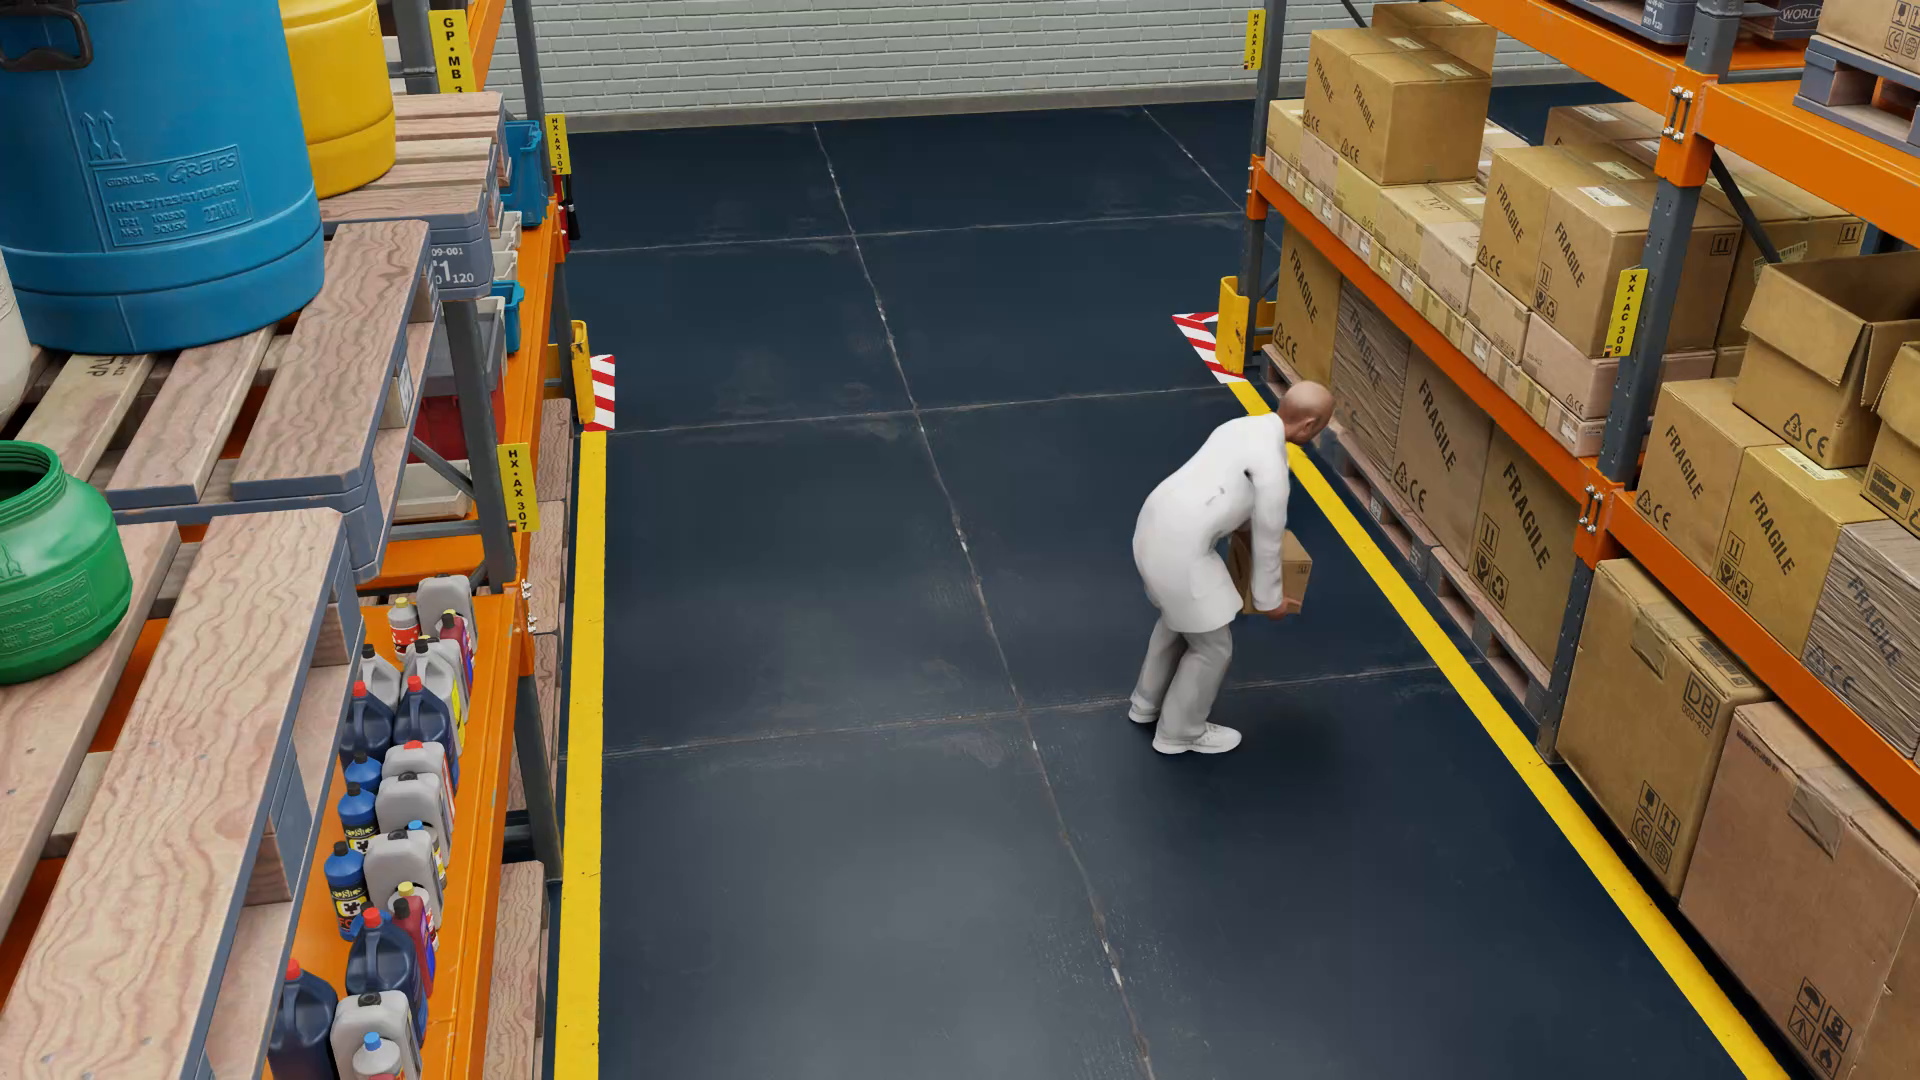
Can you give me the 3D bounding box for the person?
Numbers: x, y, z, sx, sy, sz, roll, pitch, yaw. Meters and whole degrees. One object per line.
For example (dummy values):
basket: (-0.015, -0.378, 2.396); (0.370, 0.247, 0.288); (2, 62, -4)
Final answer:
person: (1.065, 0.172, 6.687); (0.759, 1.446, 0.542); (-6, 31, -10)
